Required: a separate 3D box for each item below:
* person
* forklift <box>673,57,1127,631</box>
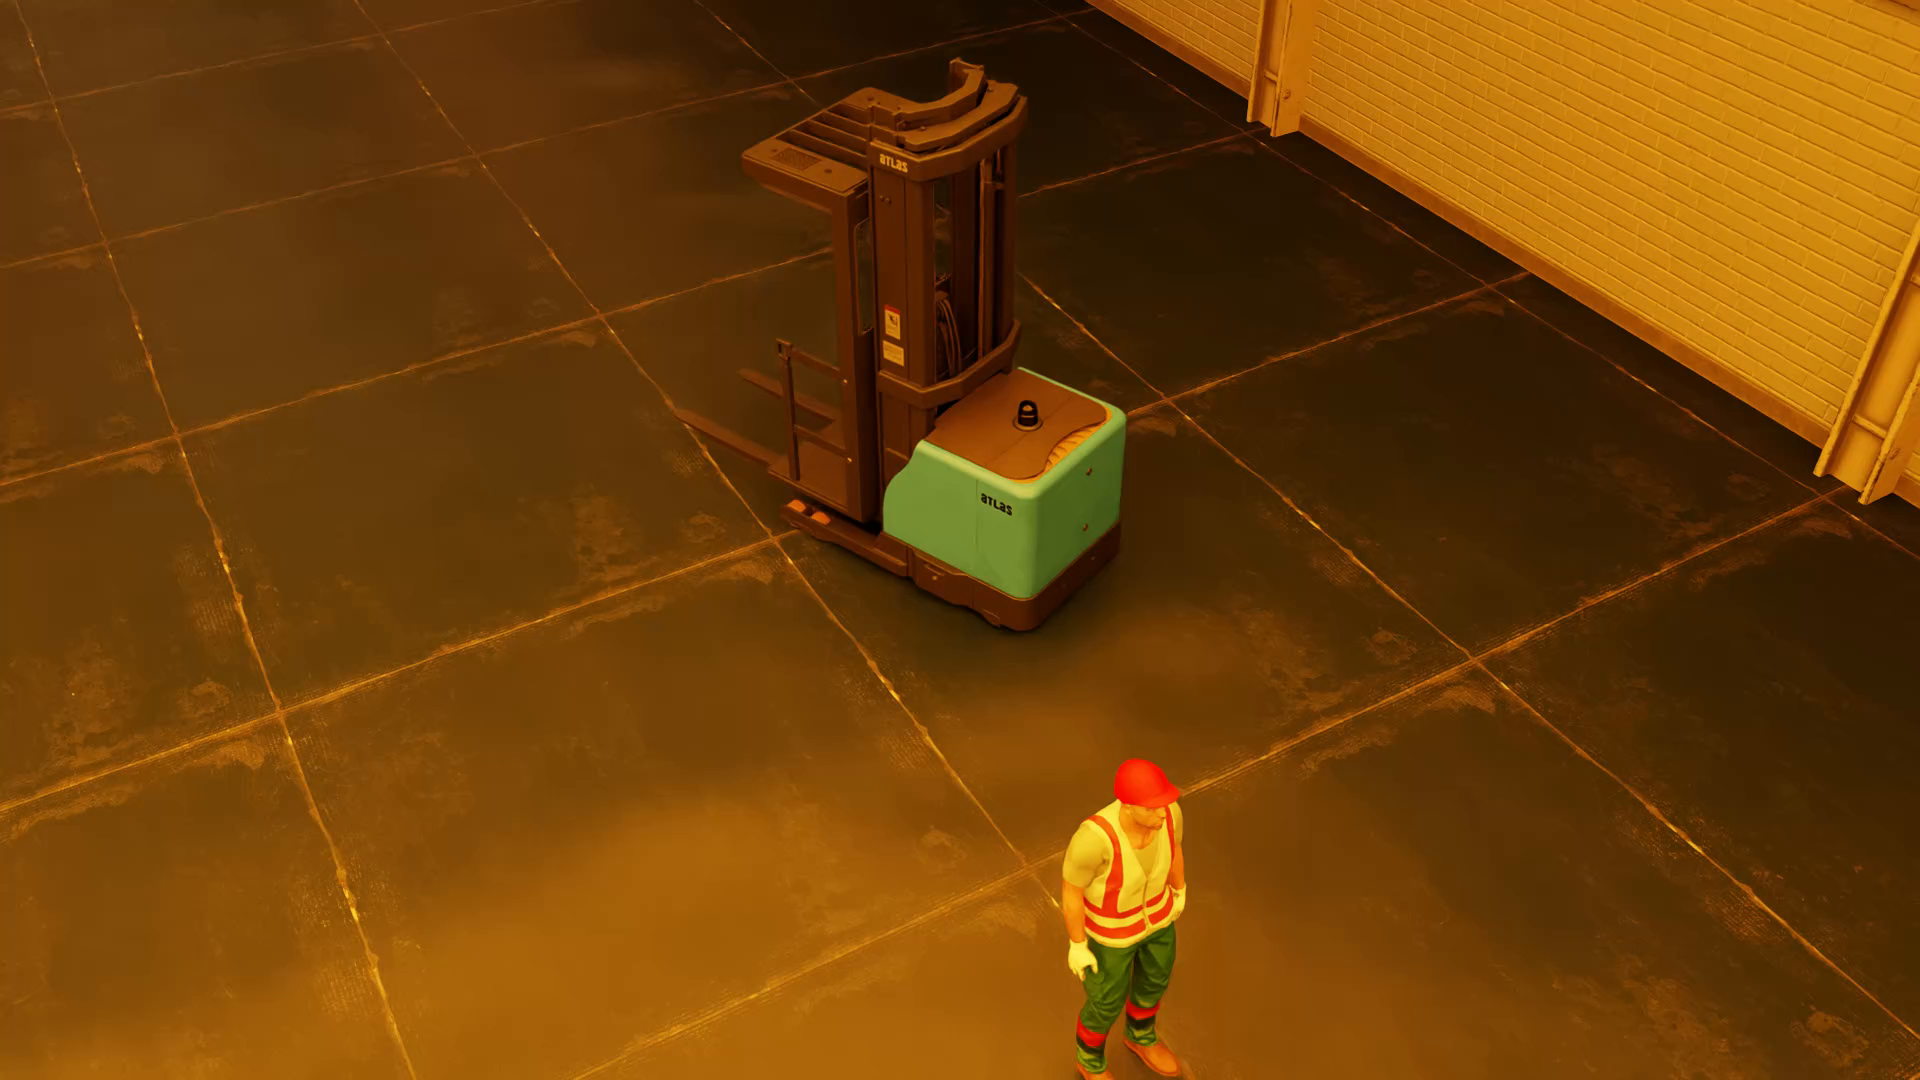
[{"bbox_3d":[0.726,1.633,6.970,0.633,1.802,0.478,-22,44,-24],"label":"person"},{"bbox_3d":[-0.501,-1.376,9.695,3.031,2.935,1.130,26,46,28],"label":"forklift"}]
